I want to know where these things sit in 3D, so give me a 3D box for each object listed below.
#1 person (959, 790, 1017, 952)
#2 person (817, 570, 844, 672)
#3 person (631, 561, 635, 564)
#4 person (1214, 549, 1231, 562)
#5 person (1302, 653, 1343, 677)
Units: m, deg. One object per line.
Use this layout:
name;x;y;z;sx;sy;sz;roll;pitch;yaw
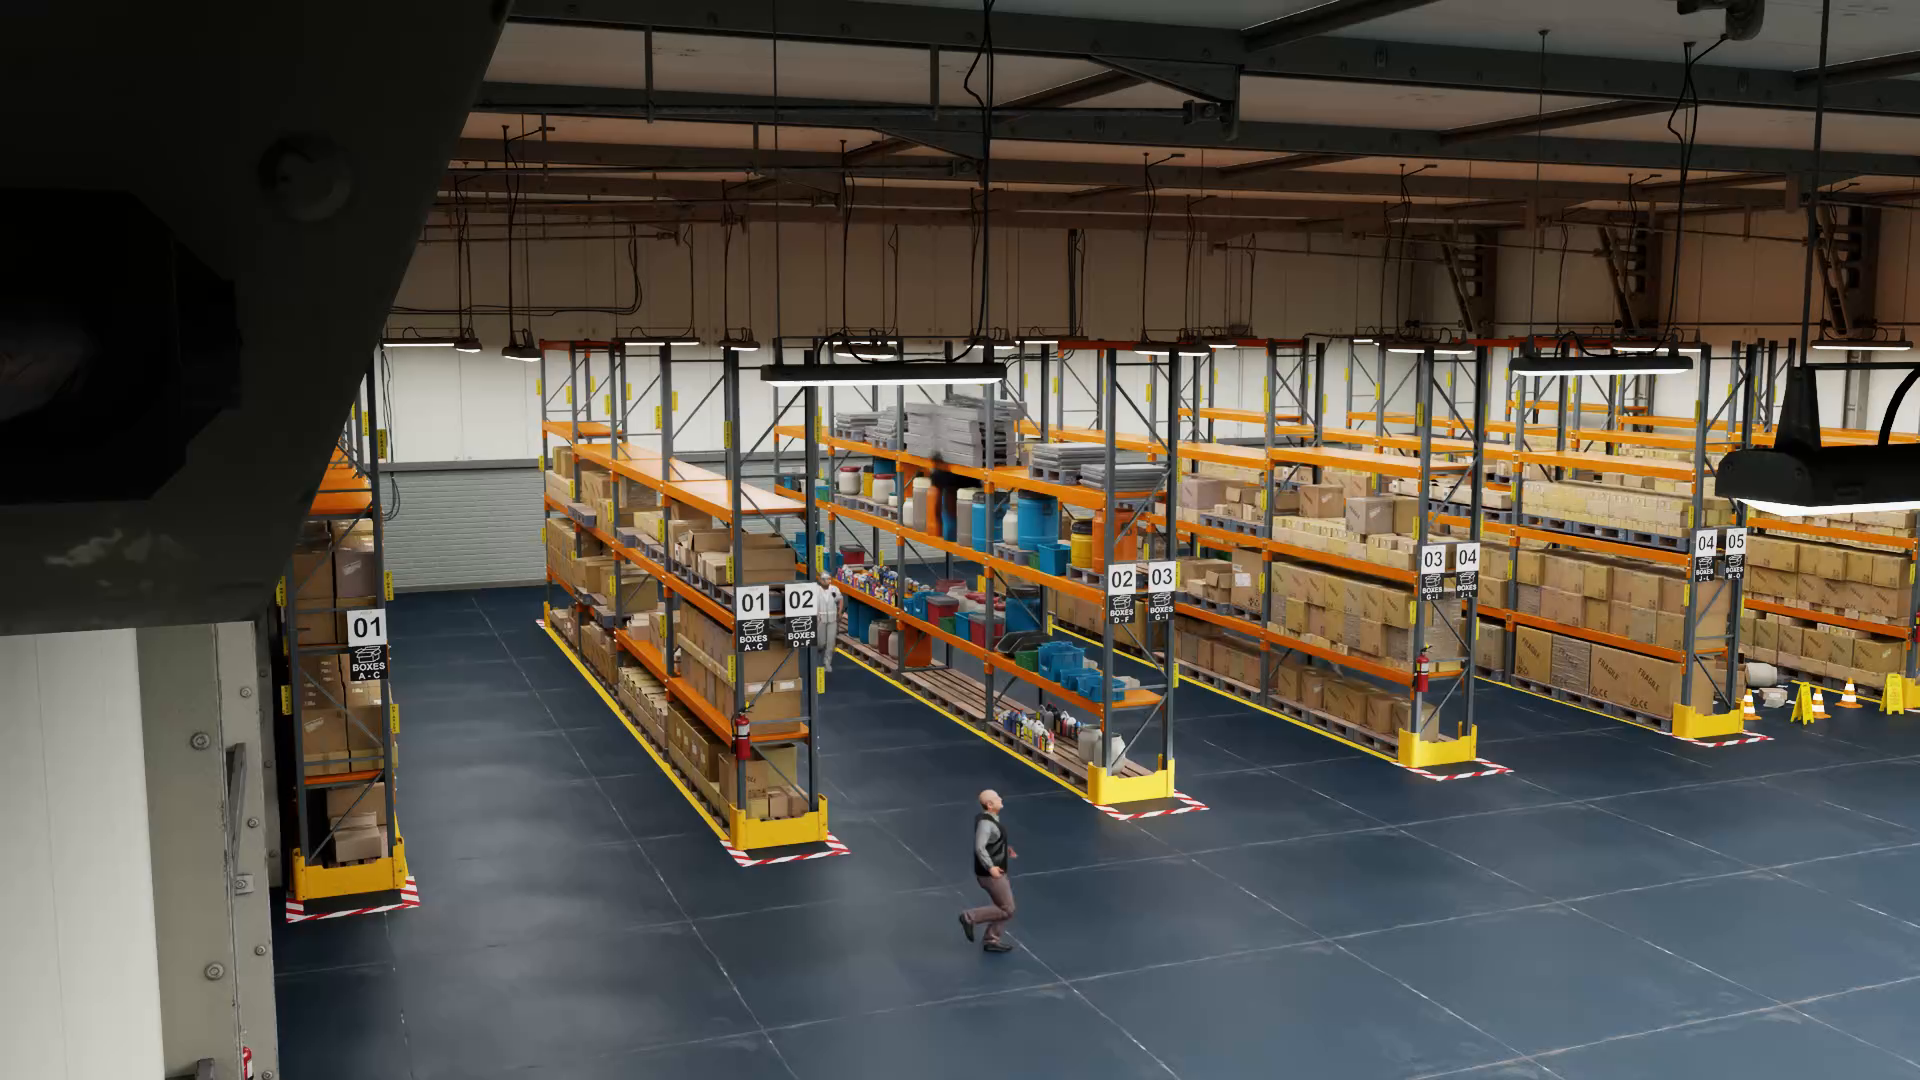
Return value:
person;0.280;3.342;16.760;0.581;1.686;0.696;0;7;2
person;-2.347;1.395;29.148;0.662;1.765;0.619;-2;8;-15
person;-6.976;0.822;36.220;0.794;1.639;0.643;2;8;11
person;6.540;0.090;41.343;0.669;1.788;0.662;4;9;31
person;6.578;1.532;30.140;0.613;1.807;0.889;-4;8;-27
